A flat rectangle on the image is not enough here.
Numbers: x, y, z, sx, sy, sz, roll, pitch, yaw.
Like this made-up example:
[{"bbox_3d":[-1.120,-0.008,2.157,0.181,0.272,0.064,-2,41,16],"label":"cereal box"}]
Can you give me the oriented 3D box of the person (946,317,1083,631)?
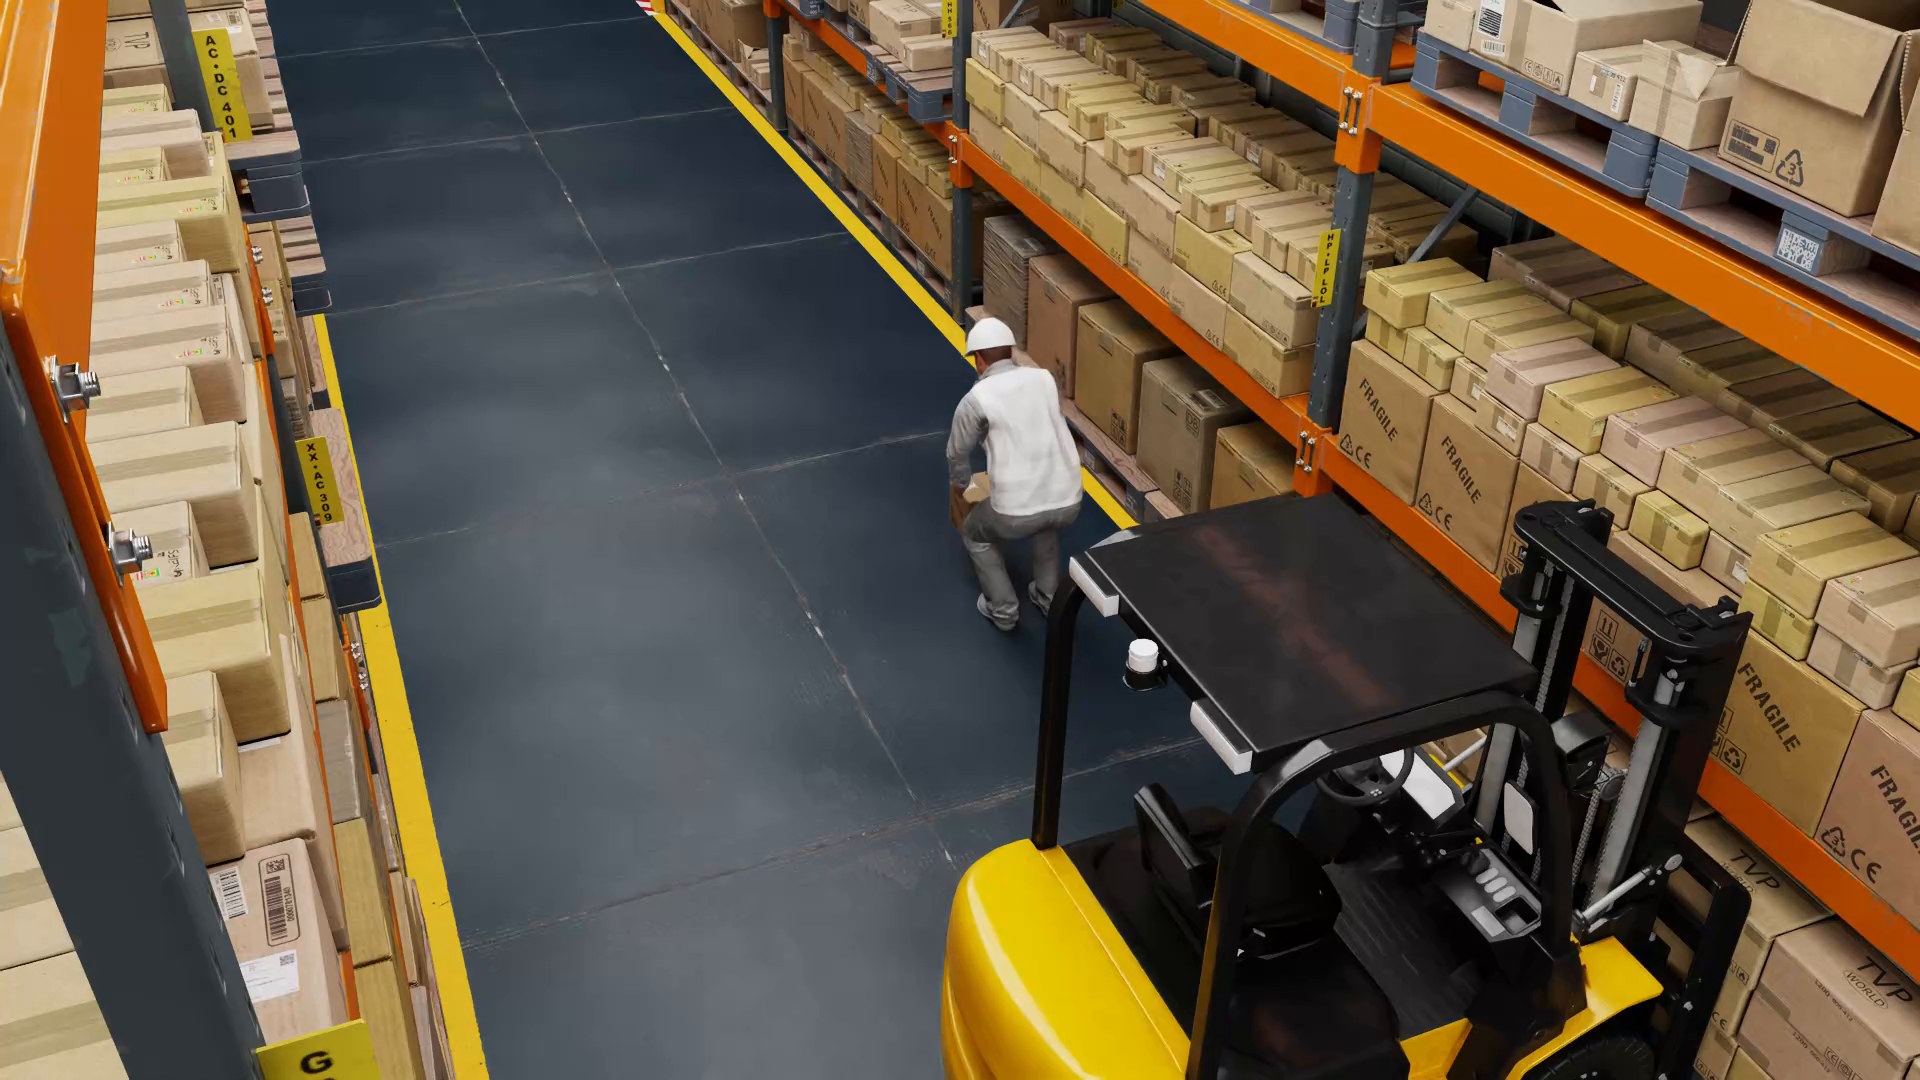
[{"bbox_3d":[0.241,-0.279,7.841,0.592,1.450,0.752,-13,35,-19],"label":"person"}]
